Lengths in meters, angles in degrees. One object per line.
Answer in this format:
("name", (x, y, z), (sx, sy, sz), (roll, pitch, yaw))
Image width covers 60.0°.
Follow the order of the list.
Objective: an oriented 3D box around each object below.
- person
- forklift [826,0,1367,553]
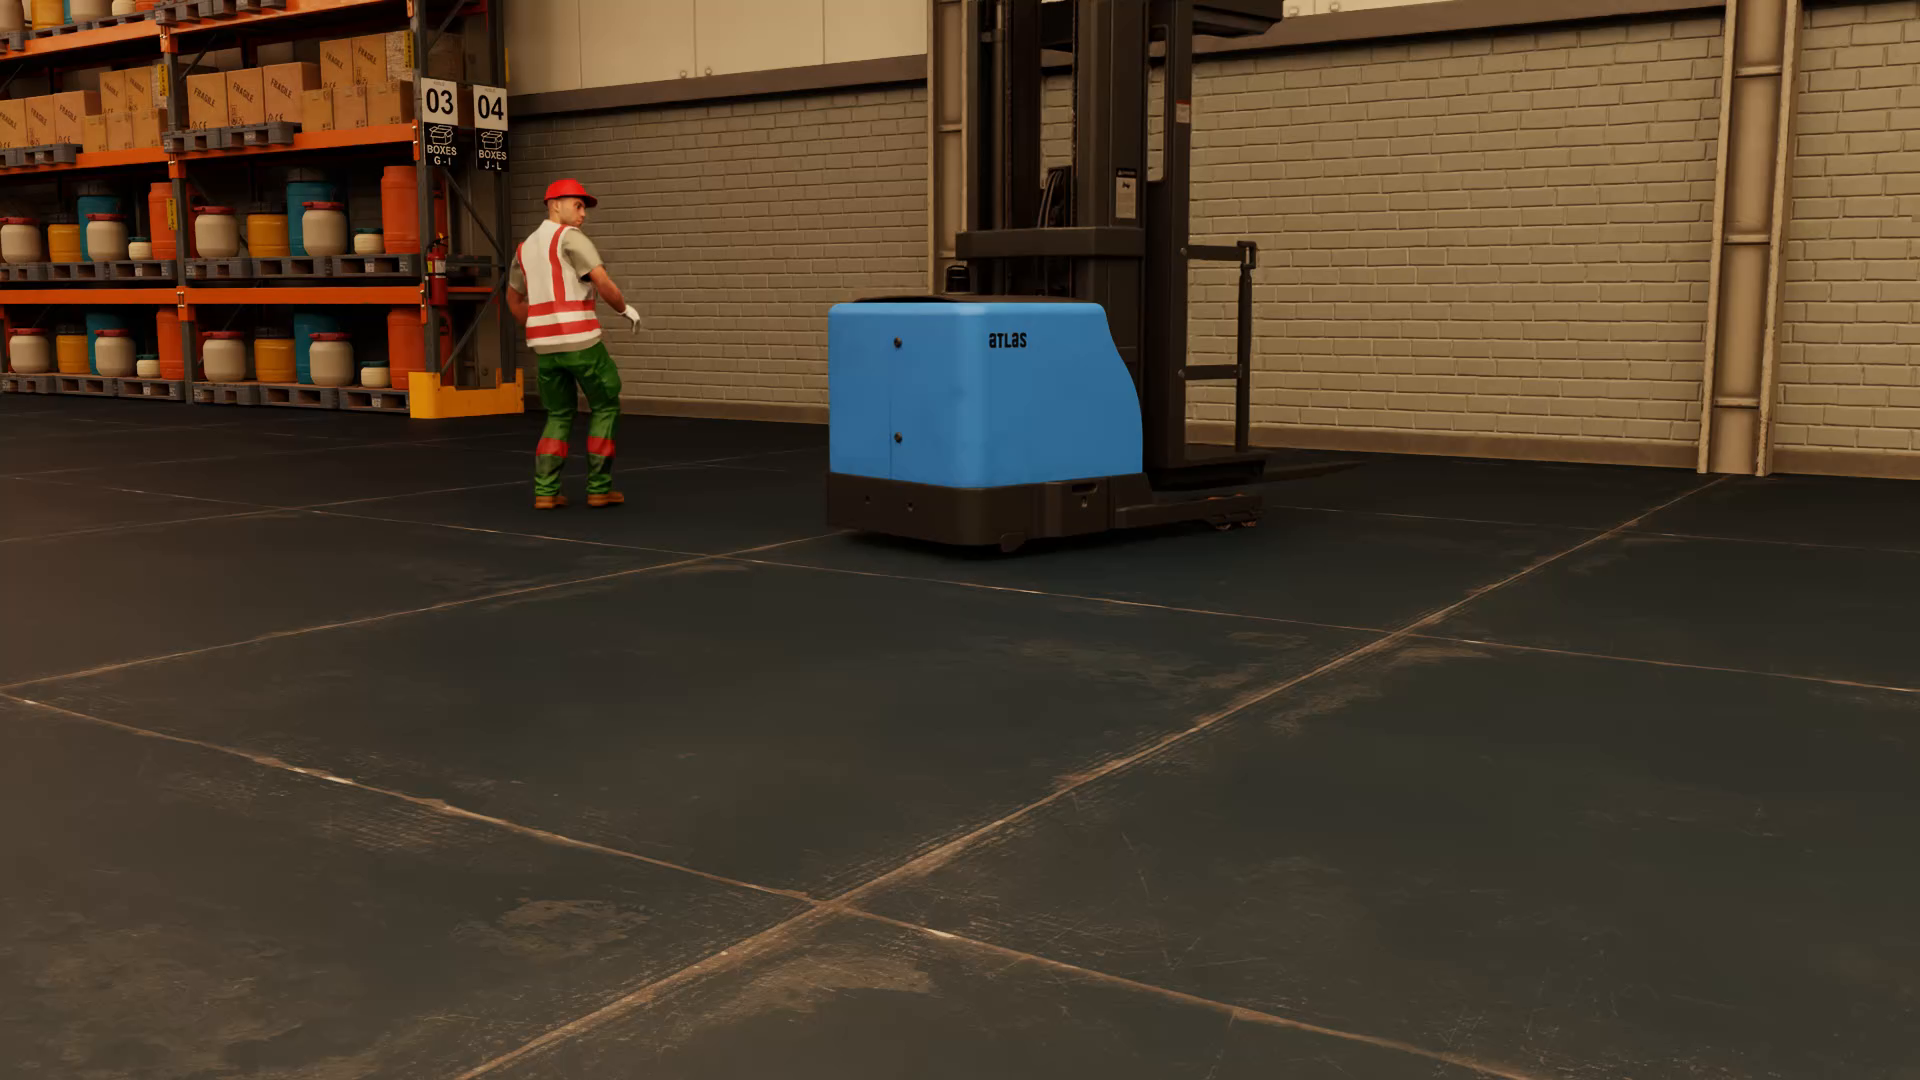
("person", (-2.059, -1.026, 8.762), (0.763, 1.728, 0.520), (4, 9, 27))
("forklift", (0.832, -1.543, 8.044), (3.031, 2.935, 1.130), (-7, 11, -41))
